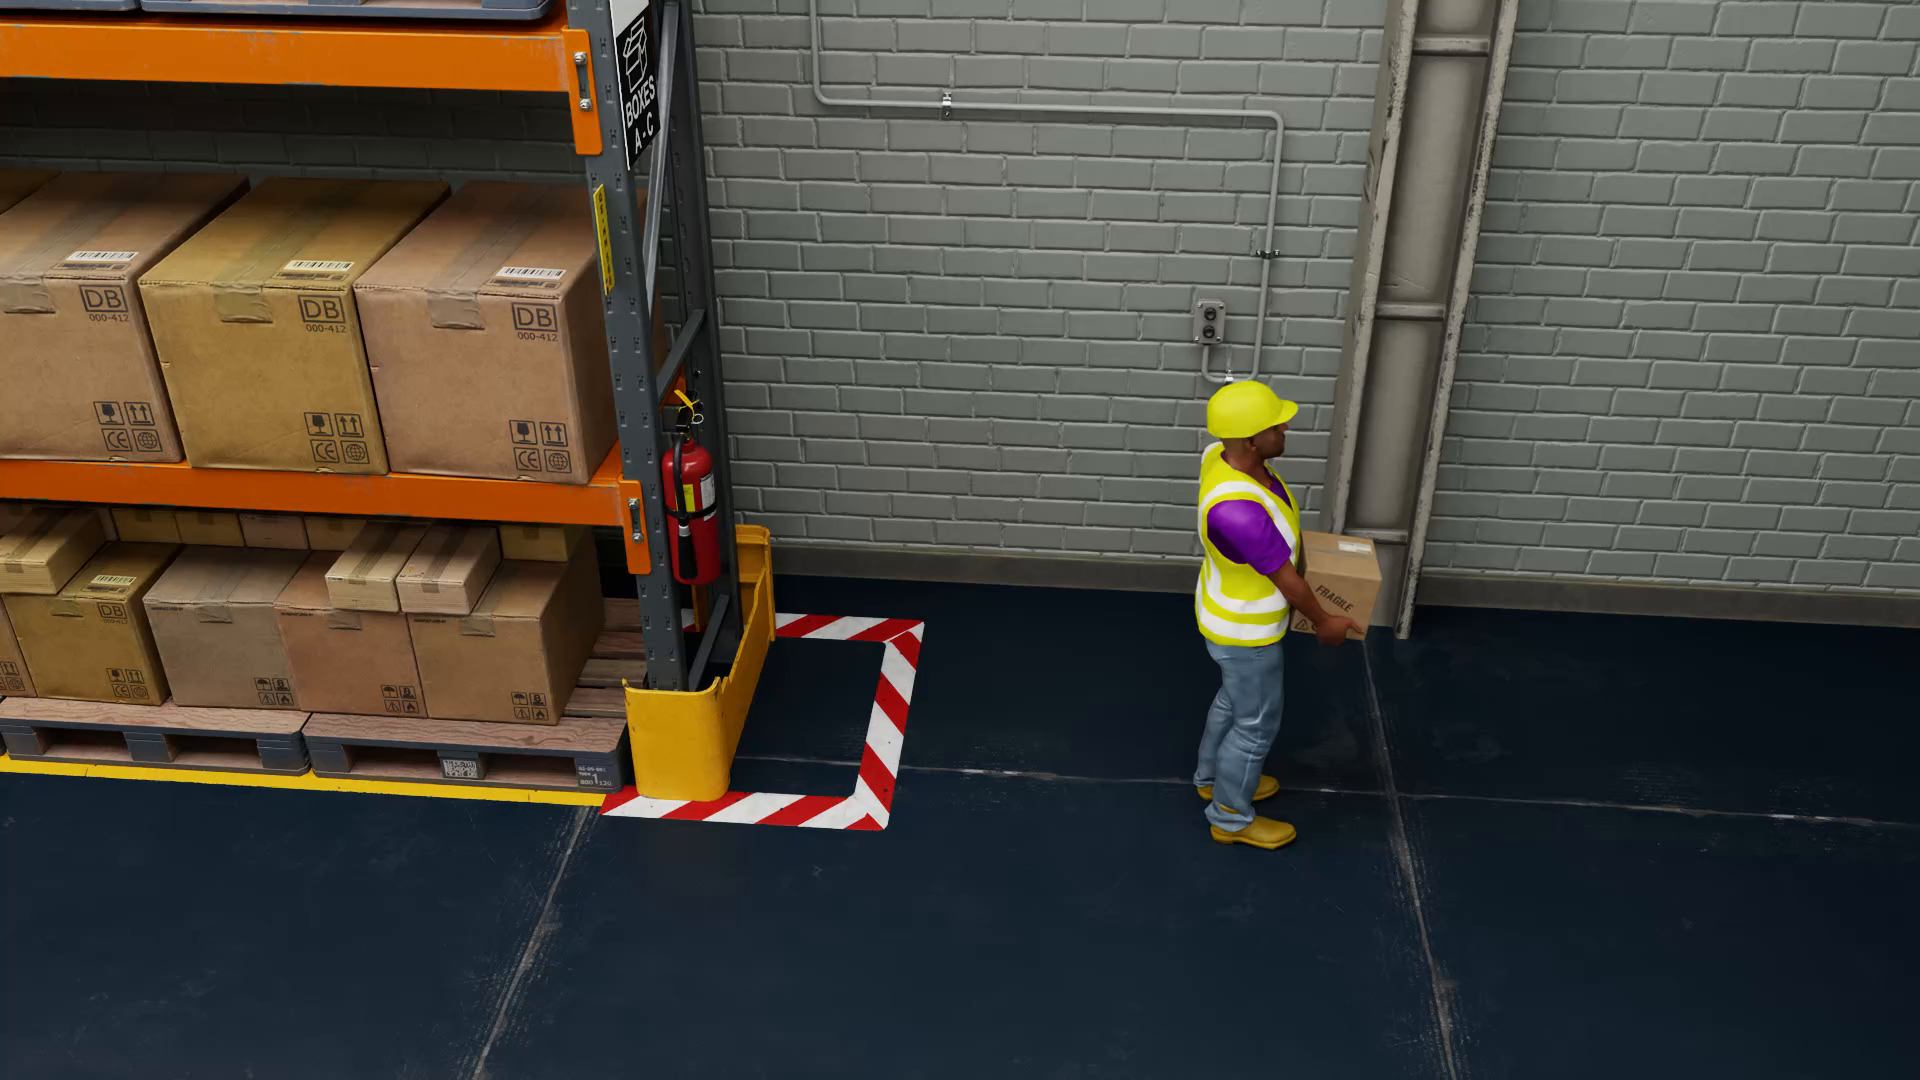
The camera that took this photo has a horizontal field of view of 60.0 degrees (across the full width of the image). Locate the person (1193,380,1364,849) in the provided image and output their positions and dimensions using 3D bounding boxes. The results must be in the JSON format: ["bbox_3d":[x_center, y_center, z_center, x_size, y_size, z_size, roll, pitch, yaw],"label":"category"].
[{"bbox_3d":[1.066,0.265,5.692,0.577,1.761,0.502,3,32,4],"label":"person"}]
